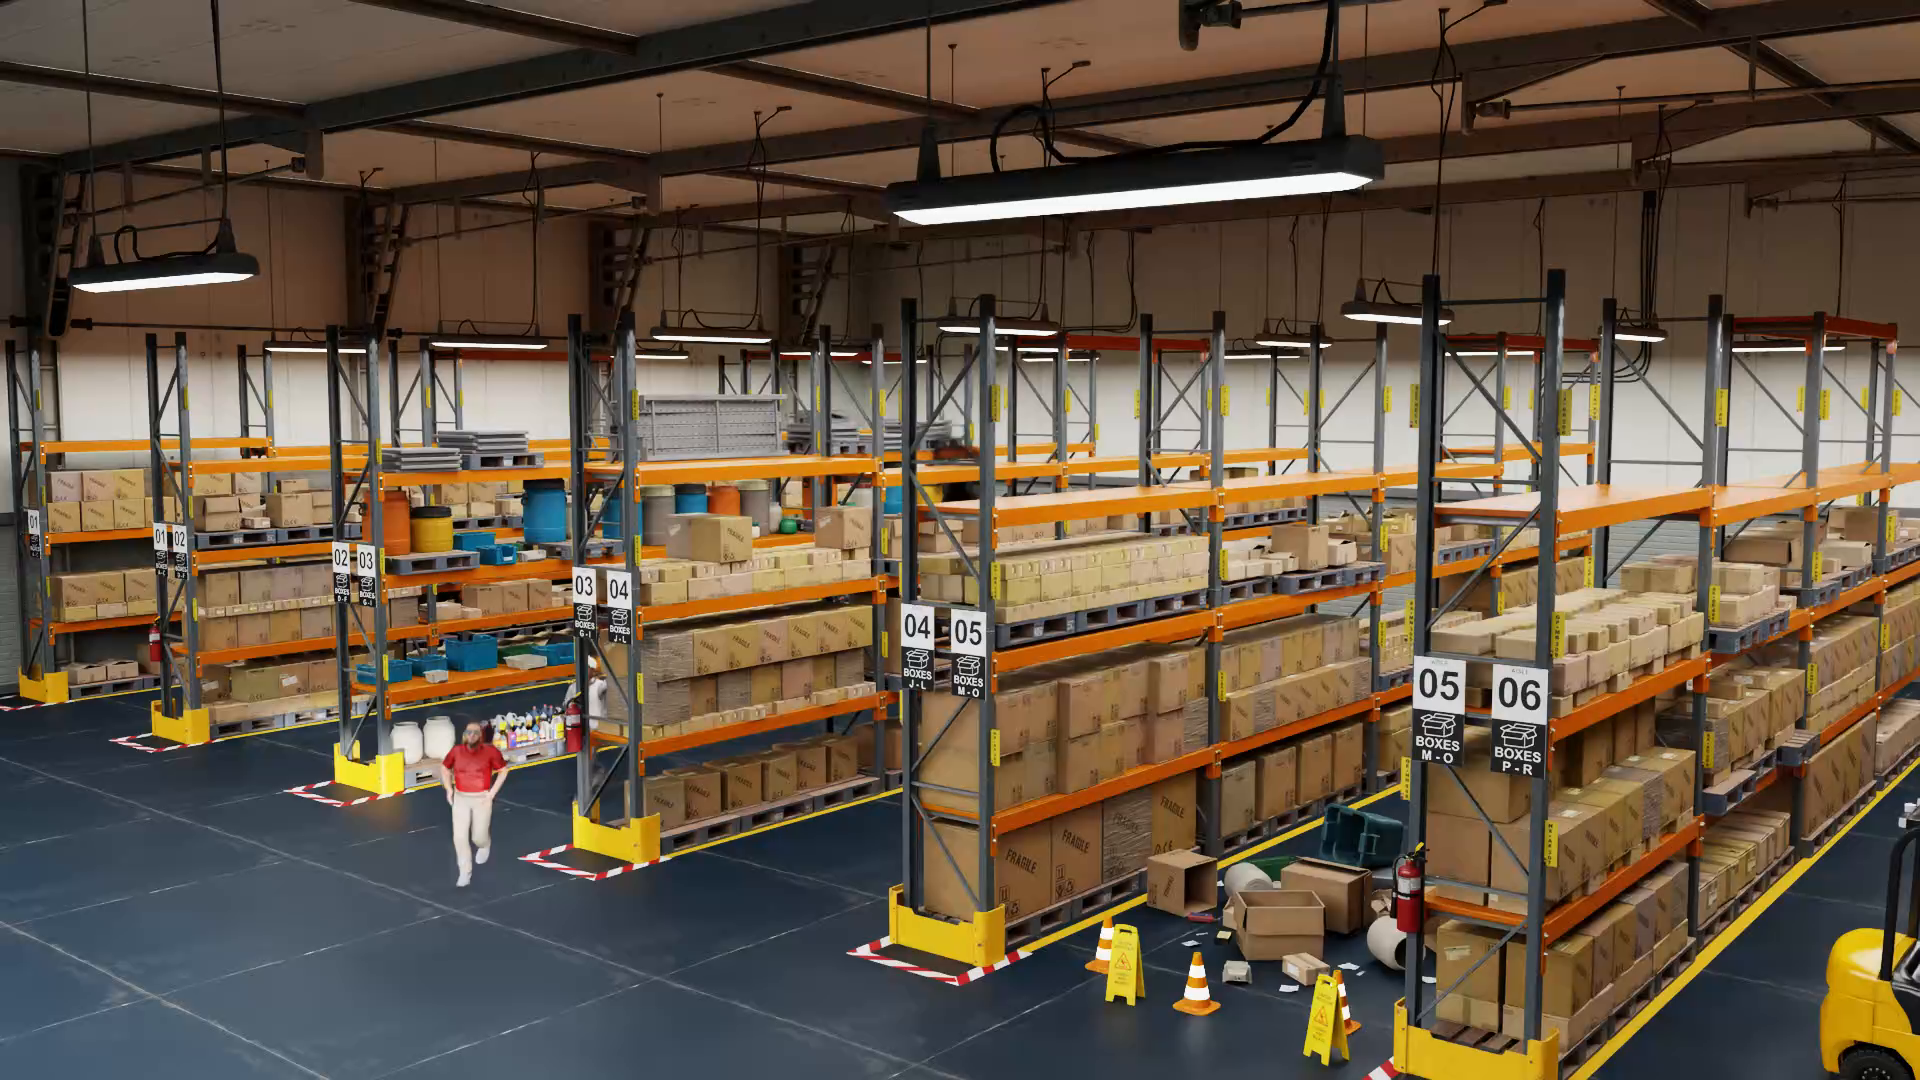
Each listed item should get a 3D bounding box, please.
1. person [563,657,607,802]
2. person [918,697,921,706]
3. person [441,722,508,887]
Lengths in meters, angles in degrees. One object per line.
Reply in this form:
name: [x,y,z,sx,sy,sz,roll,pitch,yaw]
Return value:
person: [-4.708,2.362,21.065,0.651,1.770,0.957,2,5,17]
person: [-0.832,1.908,26.497,0.689,1.827,0.832,3,6,28]
person: [-5.153,2.765,17.662,0.696,1.717,0.740,-1,5,-7]
